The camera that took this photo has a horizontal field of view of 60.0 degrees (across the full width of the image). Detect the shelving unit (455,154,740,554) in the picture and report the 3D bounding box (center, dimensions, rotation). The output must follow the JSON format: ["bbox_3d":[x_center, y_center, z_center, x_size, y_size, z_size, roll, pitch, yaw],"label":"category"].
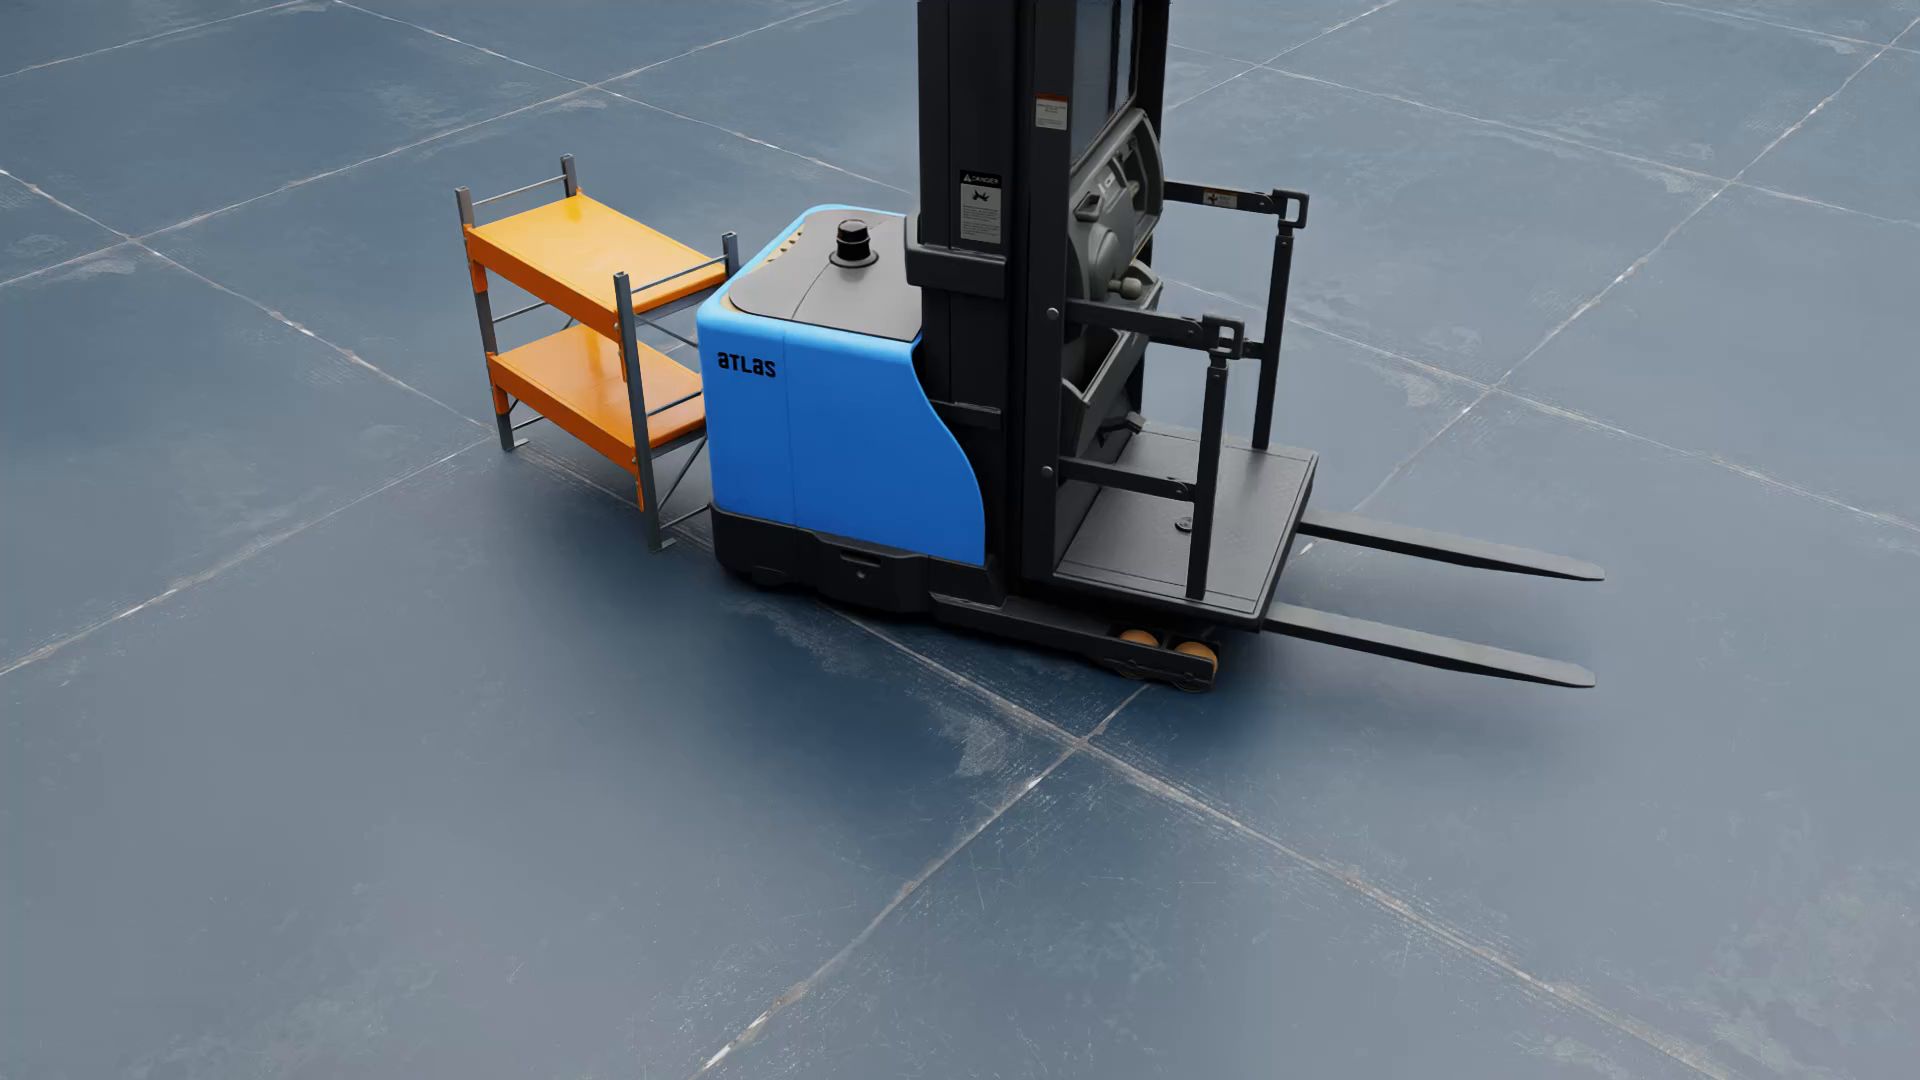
[{"bbox_3d":[-1.326,-0.723,6.309,0.538,1.125,1.048,-29,44,-35],"label":"shelving unit"}]

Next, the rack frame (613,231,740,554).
[{"bbox_3d":[-0.971,-0.517,6.009,0.500,1.125,0.032,-29,44,-35],"label":"rack frame"}]

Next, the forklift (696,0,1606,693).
[{"bbox_3d":[0.682,-1.044,5.181,3.031,2.935,1.130,12,36,17],"label":"forklift"}]

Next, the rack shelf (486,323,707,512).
[{"bbox_3d":[-1.326,-0.521,6.447,0.538,0.278,1.000,-29,44,-35],"label":"rack shelf"}]

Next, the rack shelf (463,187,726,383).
[{"bbox_3d":[-1.326,-0.964,6.143,0.538,0.278,1.000,-29,44,-35],"label":"rack shelf"}]

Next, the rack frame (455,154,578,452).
[{"bbox_3d":[-1.681,-0.928,6.608,0.500,1.125,0.032,-29,44,-35],"label":"rack frame"}]
